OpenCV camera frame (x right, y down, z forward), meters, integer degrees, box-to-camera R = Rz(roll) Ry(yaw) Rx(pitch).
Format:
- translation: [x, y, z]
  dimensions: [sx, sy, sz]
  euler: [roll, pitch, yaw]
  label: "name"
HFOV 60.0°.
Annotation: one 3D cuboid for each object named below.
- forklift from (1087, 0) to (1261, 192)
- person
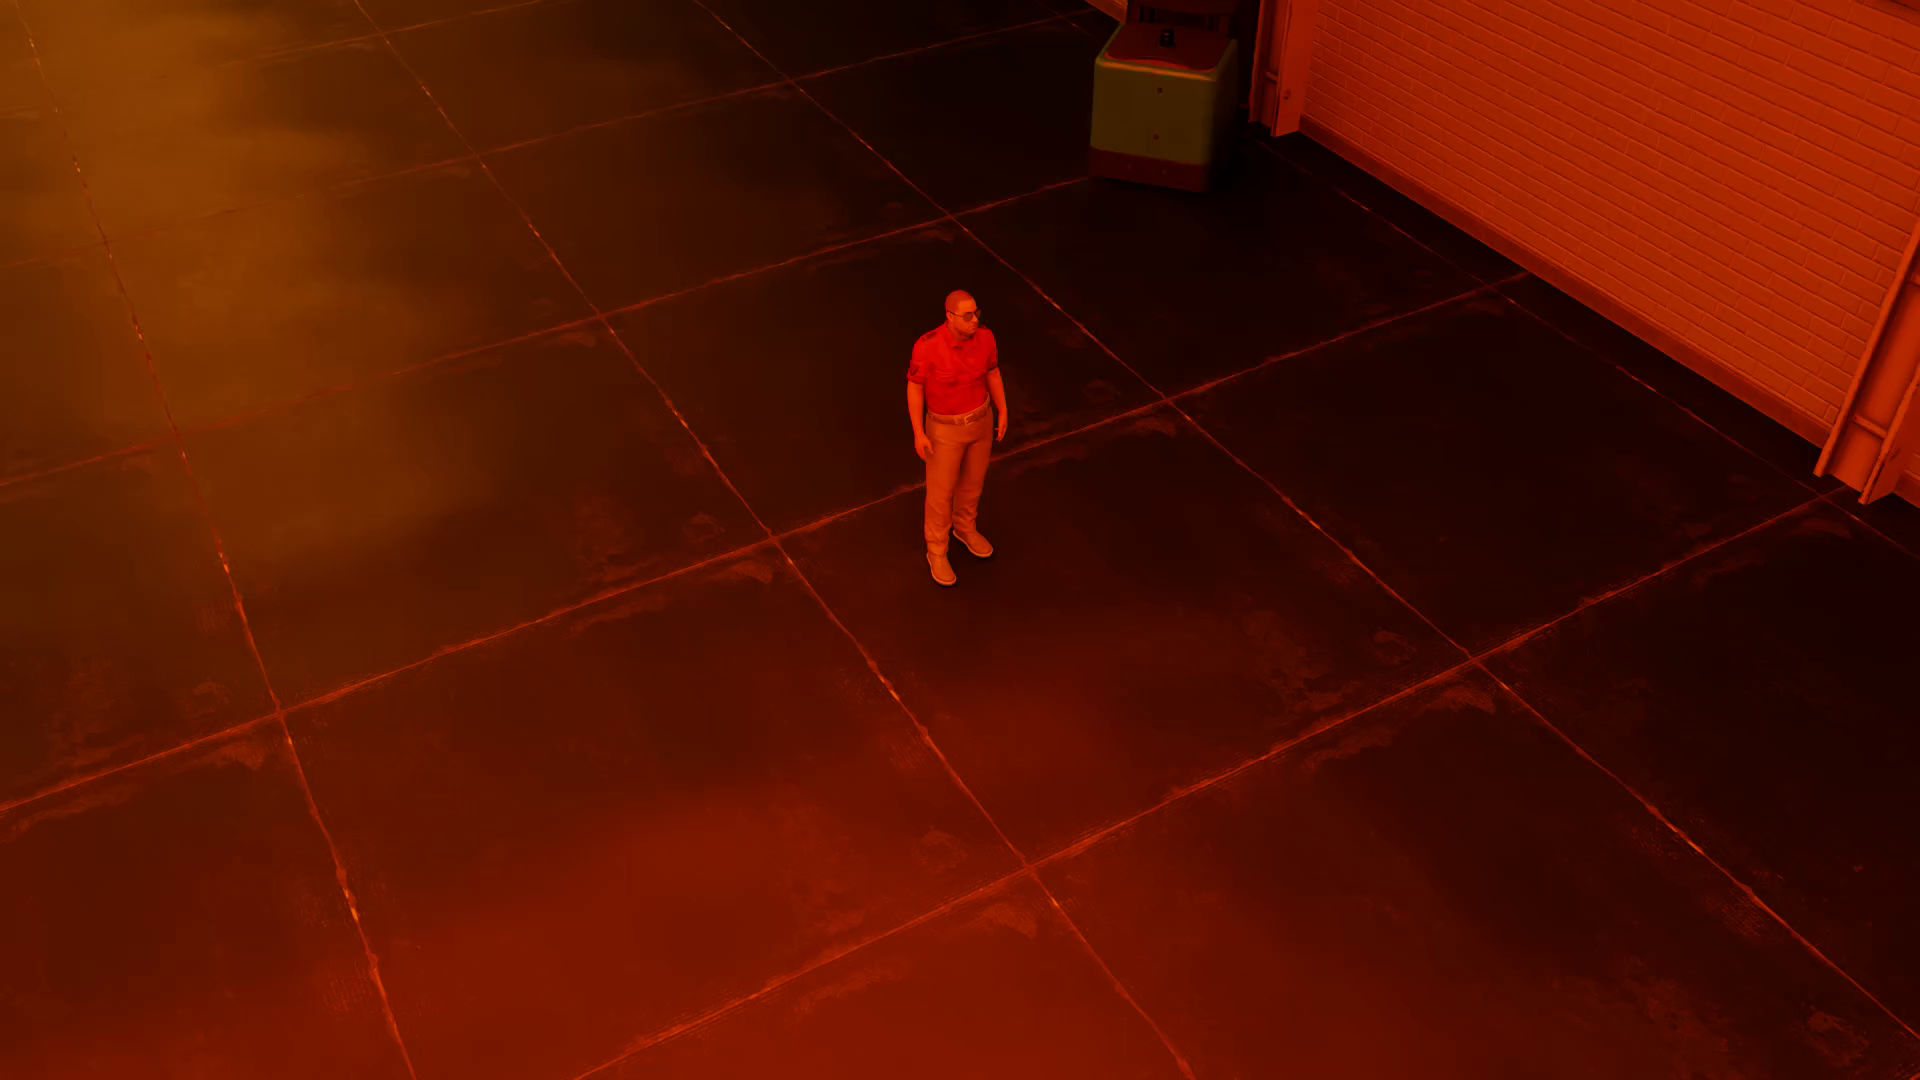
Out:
- translation: [2.033, -4.932, 13.982]
  dimensions: [1.130, 2.935, 3.031]
  euler: [13, 41, 15]
  label: "forklift"
- translation: [0.034, -0.617, 9.711]
  dimensions: [0.640, 1.727, 0.551]
  euler: [-20, 44, -23]
  label: "person"
